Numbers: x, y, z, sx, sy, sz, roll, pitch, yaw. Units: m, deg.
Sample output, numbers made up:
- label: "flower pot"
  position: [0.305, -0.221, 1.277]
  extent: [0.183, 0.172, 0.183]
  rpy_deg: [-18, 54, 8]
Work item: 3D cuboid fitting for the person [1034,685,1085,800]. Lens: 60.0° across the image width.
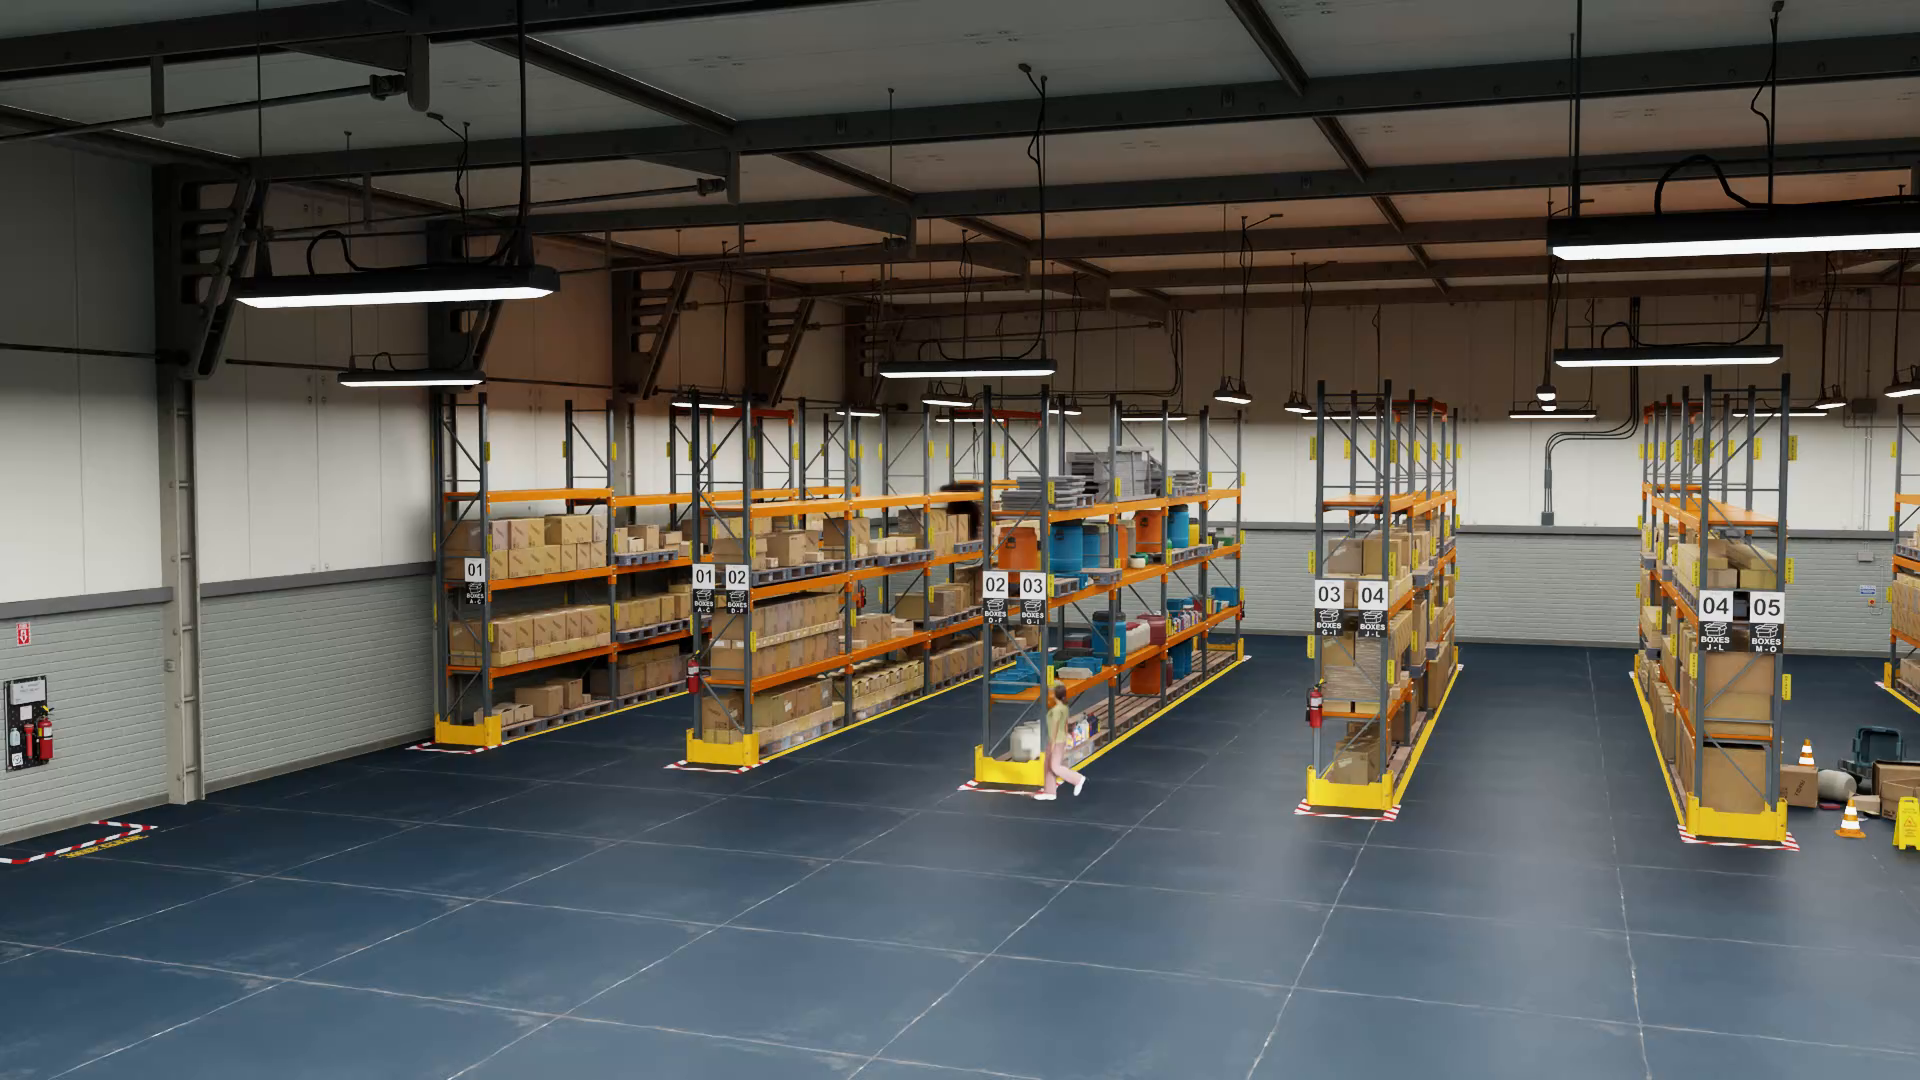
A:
- label: "person"
  position: [1.432, 2.900, 23.801]
  extent: [0.687, 1.660, 0.434]
  rpy_deg: [-1, 3, -16]
